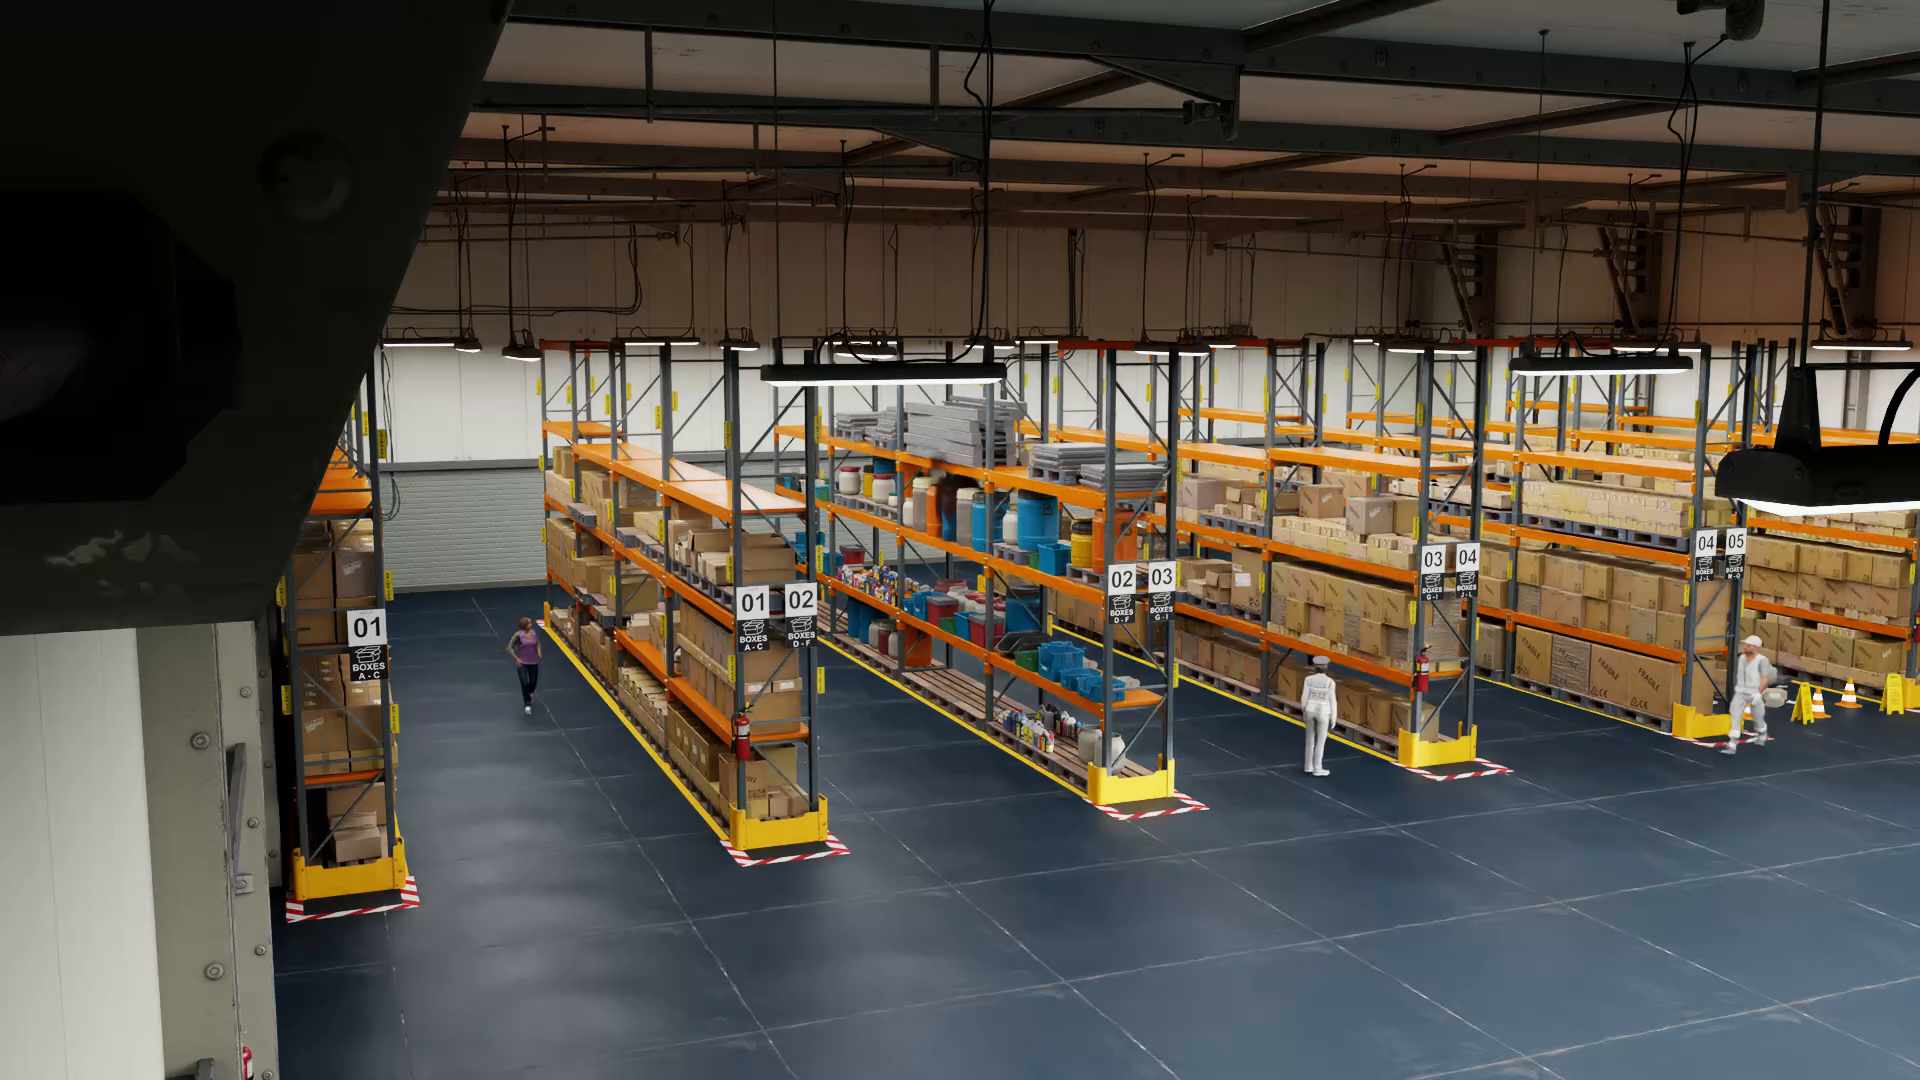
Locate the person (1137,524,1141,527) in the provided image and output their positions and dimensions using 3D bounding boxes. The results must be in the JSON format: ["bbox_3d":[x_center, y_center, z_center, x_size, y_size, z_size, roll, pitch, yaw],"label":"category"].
[{"bbox_3d":[4.072,0.211,40.390,0.673,1.704,1.126,3,8,19],"label":"person"}]

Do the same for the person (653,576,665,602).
[{"bbox_3d":[-6.225,0.976,34.966,0.545,1.643,0.832,-3,8,-22],"label":"person"}]

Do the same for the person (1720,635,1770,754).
[{"bbox_3d":[11.657,2.278,24.534,0.502,1.751,1.054,7,10,42],"label":"person"}]

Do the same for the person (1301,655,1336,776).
[{"bbox_3d":[5.045,2.467,23.358,0.504,1.690,0.393,4,9,30],"label":"person"}]

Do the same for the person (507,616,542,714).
[{"bbox_3d":[-7.148,2.027,27.302,0.546,1.589,0.648,-3,8,-19],"label":"person"}]
